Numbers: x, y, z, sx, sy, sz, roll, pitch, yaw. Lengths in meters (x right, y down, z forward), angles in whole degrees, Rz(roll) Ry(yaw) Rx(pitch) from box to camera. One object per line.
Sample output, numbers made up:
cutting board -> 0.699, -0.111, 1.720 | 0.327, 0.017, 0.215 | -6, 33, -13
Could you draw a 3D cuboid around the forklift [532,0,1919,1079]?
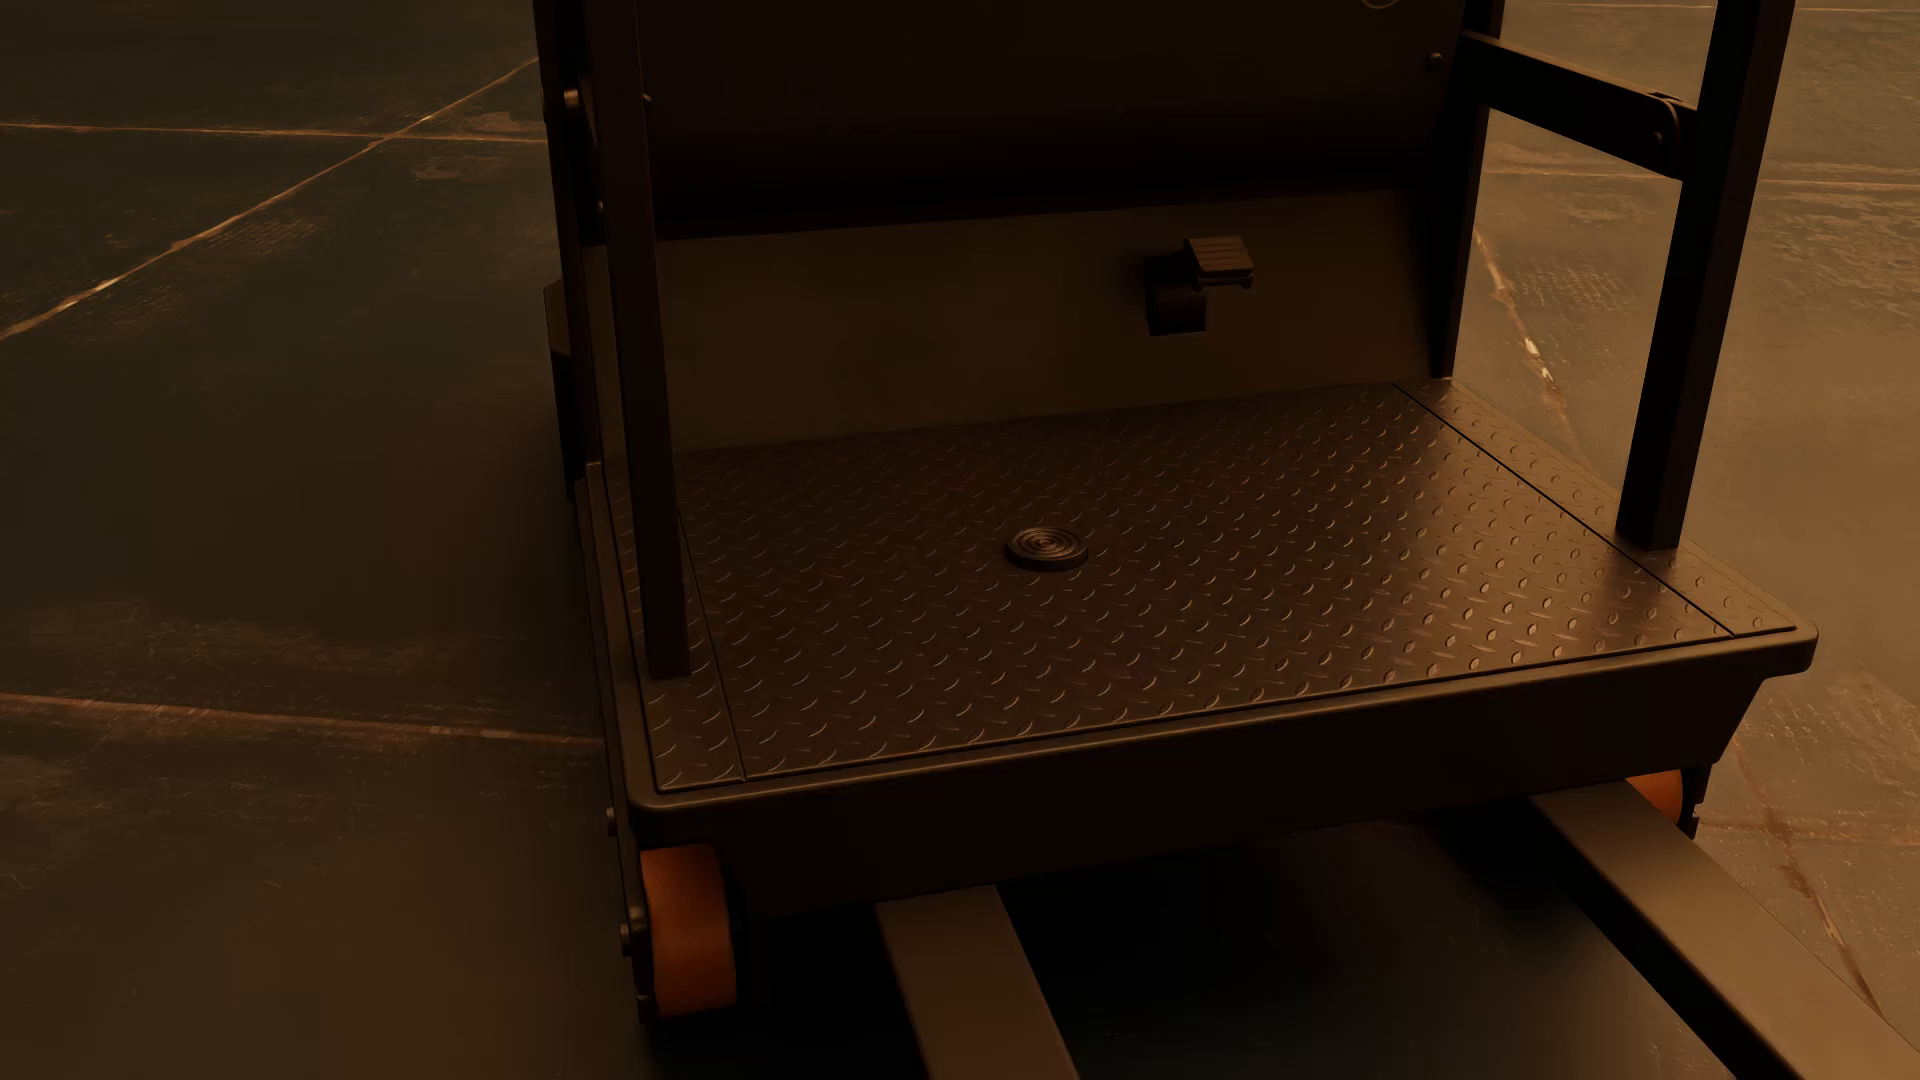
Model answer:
forklift -> 0.153, -1.049, 1.319 | 1.130, 2.935, 3.031 | -7, 27, -13
